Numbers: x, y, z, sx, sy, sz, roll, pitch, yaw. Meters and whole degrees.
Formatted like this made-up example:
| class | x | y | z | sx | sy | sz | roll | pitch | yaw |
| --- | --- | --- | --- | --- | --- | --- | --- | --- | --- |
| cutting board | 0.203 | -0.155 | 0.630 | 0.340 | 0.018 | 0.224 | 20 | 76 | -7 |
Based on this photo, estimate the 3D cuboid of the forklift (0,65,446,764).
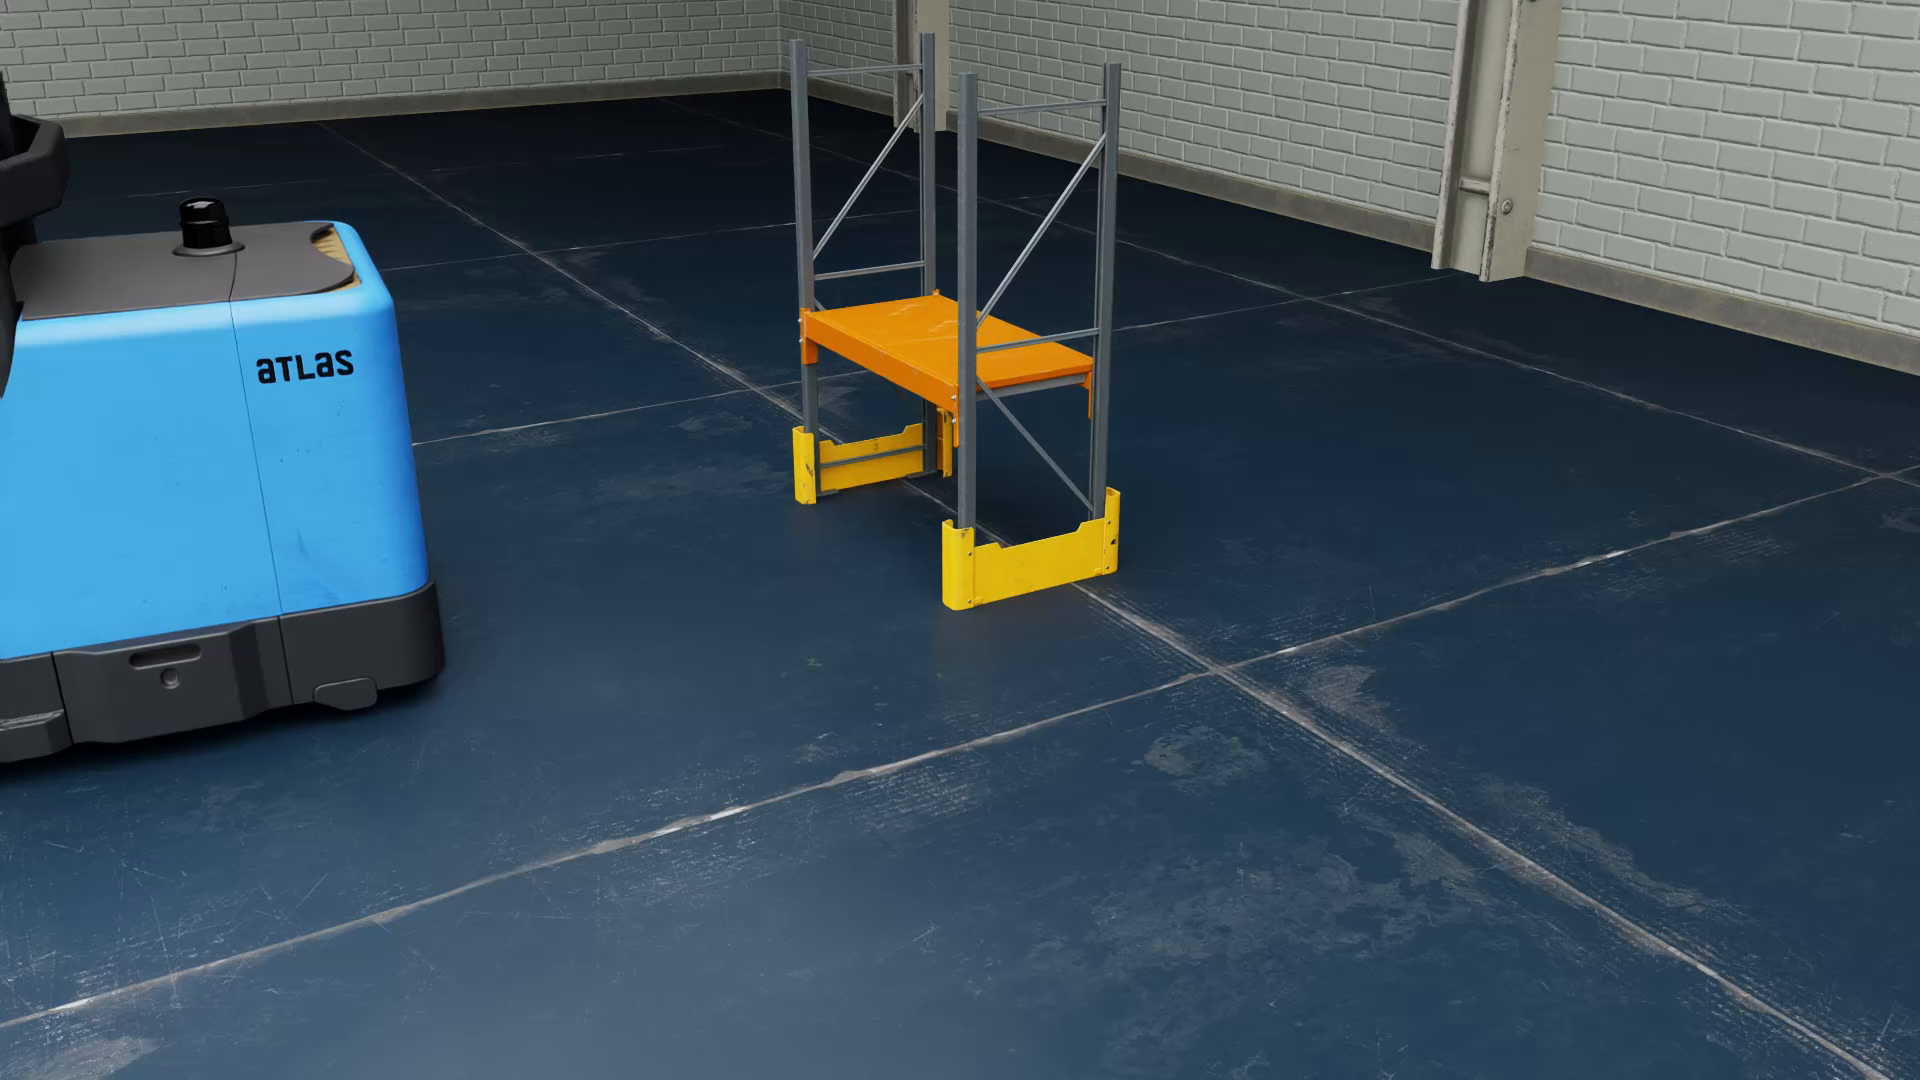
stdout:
| class | x | y | z | sx | sy | sz | roll | pitch | yaw |
| --- | --- | --- | --- | --- | --- | --- | --- | --- | --- |
| forklift | -2.899 | -0.888 | 3.605 | 3.031 | 2.935 | 1.130 | -9 | 24 | -22 |

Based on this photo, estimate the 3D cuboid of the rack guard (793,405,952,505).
| class | x | y | z | sx | sy | sz | roll | pitch | yaw |
| --- | --- | --- | --- | --- | --- | --- | --- | --- | --- |
| rack guard | -0.293 | -0.302 | 5.722 | 0.587 | 0.250 | 0.087 | -13 | 25 | -28 |

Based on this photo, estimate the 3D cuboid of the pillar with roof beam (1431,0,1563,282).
| class | x | y | z | sx | sy | sz | roll | pitch | yaw |
| --- | --- | --- | --- | --- | --- | --- | --- | --- | --- |
| pillar with roof beam | -0.951 | -4.766 | 5.086 | 9.100 | 9.000 | 0.400 | -13 | 25 | -28 |

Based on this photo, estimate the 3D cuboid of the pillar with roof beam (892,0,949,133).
| class | x | y | z | sx | sy | sz | roll | pitch | yaw |
| --- | --- | --- | --- | --- | --- | --- | --- | --- | --- |
| pillar with roof beam | -4.016 | -6.708 | 9.865 | 9.100 | 9.000 | 0.400 | -13 | 25 | -28 |

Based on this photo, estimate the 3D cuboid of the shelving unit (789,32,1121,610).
| class | x | y | z | sx | sy | sz | roll | pitch | yaw |
| --- | --- | --- | --- | --- | --- | --- | --- | --- | --- |
| shelving unit | -0.039 | -0.719 | 5.090 | 0.587 | 1.500 | 1.083 | -13 | 25 | -28 |

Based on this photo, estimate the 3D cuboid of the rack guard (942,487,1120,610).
| class | x | y | z | sx | sy | sz | roll | pitch | yaw |
| --- | --- | --- | --- | --- | --- | --- | --- | --- | --- |
| rack guard | 0.215 | 0.021 | 4.928 | 0.587 | 0.250 | 0.087 | -13 | 25 | -28 |

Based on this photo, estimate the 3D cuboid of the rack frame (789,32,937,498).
| class | x | y | z | sx | sy | sz | roll | pitch | yaw |
| --- | --- | --- | --- | --- | --- | --- | --- | --- | --- |
| rack frame | -0.303 | -0.887 | 5.502 | 0.500 | 1.500 | 0.032 | -13 | 25 | -28 |

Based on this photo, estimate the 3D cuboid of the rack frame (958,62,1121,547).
| class | x | y | z | sx | sy | sz | roll | pitch | yaw |
| --- | --- | --- | --- | --- | --- | --- | --- | --- | --- |
| rack frame | 0.216 | -0.558 | 4.692 | 0.500 | 1.500 | 0.032 | -13 | 25 | -28 |

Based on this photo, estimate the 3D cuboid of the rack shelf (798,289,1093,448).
| class | x | y | z | sx | sy | sz | roll | pitch | yaw |
| --- | --- | --- | --- | --- | --- | --- | --- | --- | --- |
| rack shelf | -0.044 | -0.556 | 5.165 | 0.538 | 0.185 | 1.000 | -13 | 25 | -28 |
